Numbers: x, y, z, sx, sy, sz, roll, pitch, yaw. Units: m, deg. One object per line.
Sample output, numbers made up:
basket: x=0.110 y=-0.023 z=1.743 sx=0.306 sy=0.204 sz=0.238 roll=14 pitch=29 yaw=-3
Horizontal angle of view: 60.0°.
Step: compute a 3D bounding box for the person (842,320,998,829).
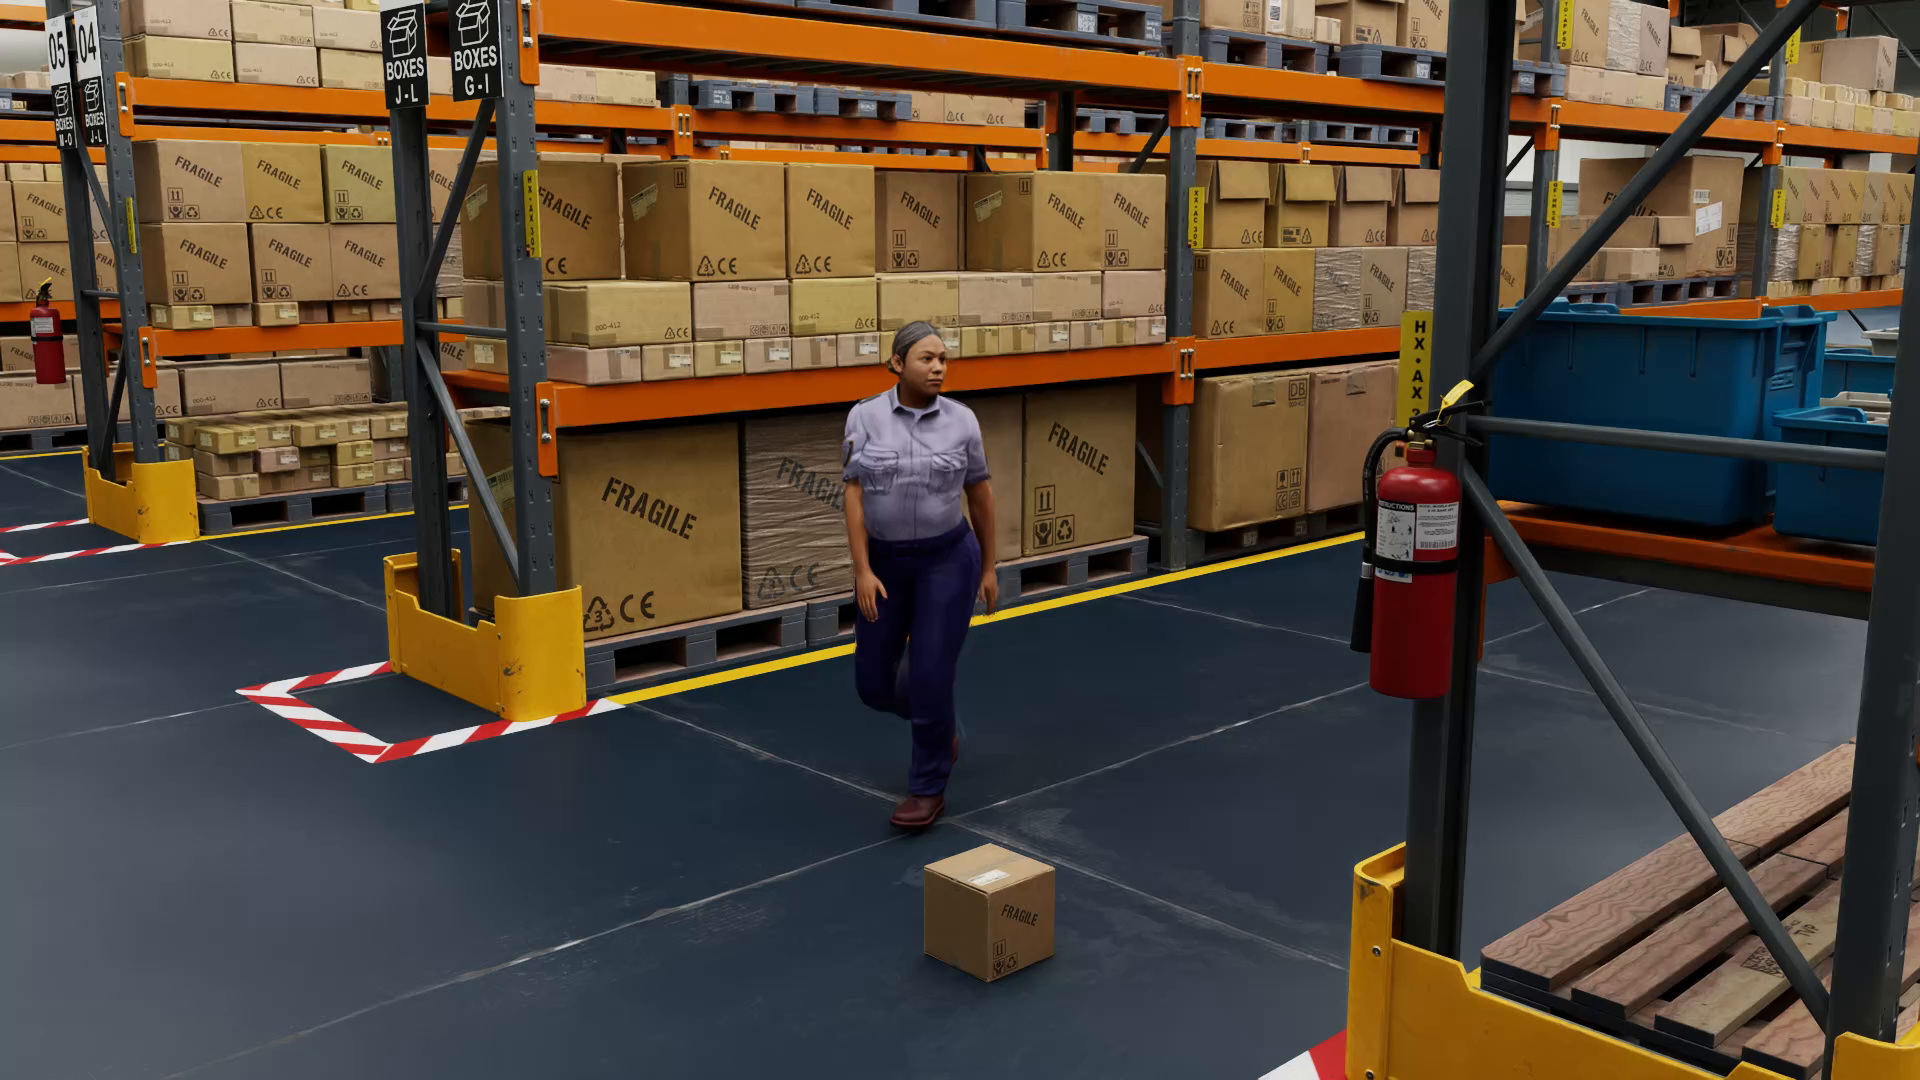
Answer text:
person: x=-0.118 y=0.084 z=5.497 sx=0.487 sy=1.615 sz=0.677 roll=2 pitch=11 yaw=10
